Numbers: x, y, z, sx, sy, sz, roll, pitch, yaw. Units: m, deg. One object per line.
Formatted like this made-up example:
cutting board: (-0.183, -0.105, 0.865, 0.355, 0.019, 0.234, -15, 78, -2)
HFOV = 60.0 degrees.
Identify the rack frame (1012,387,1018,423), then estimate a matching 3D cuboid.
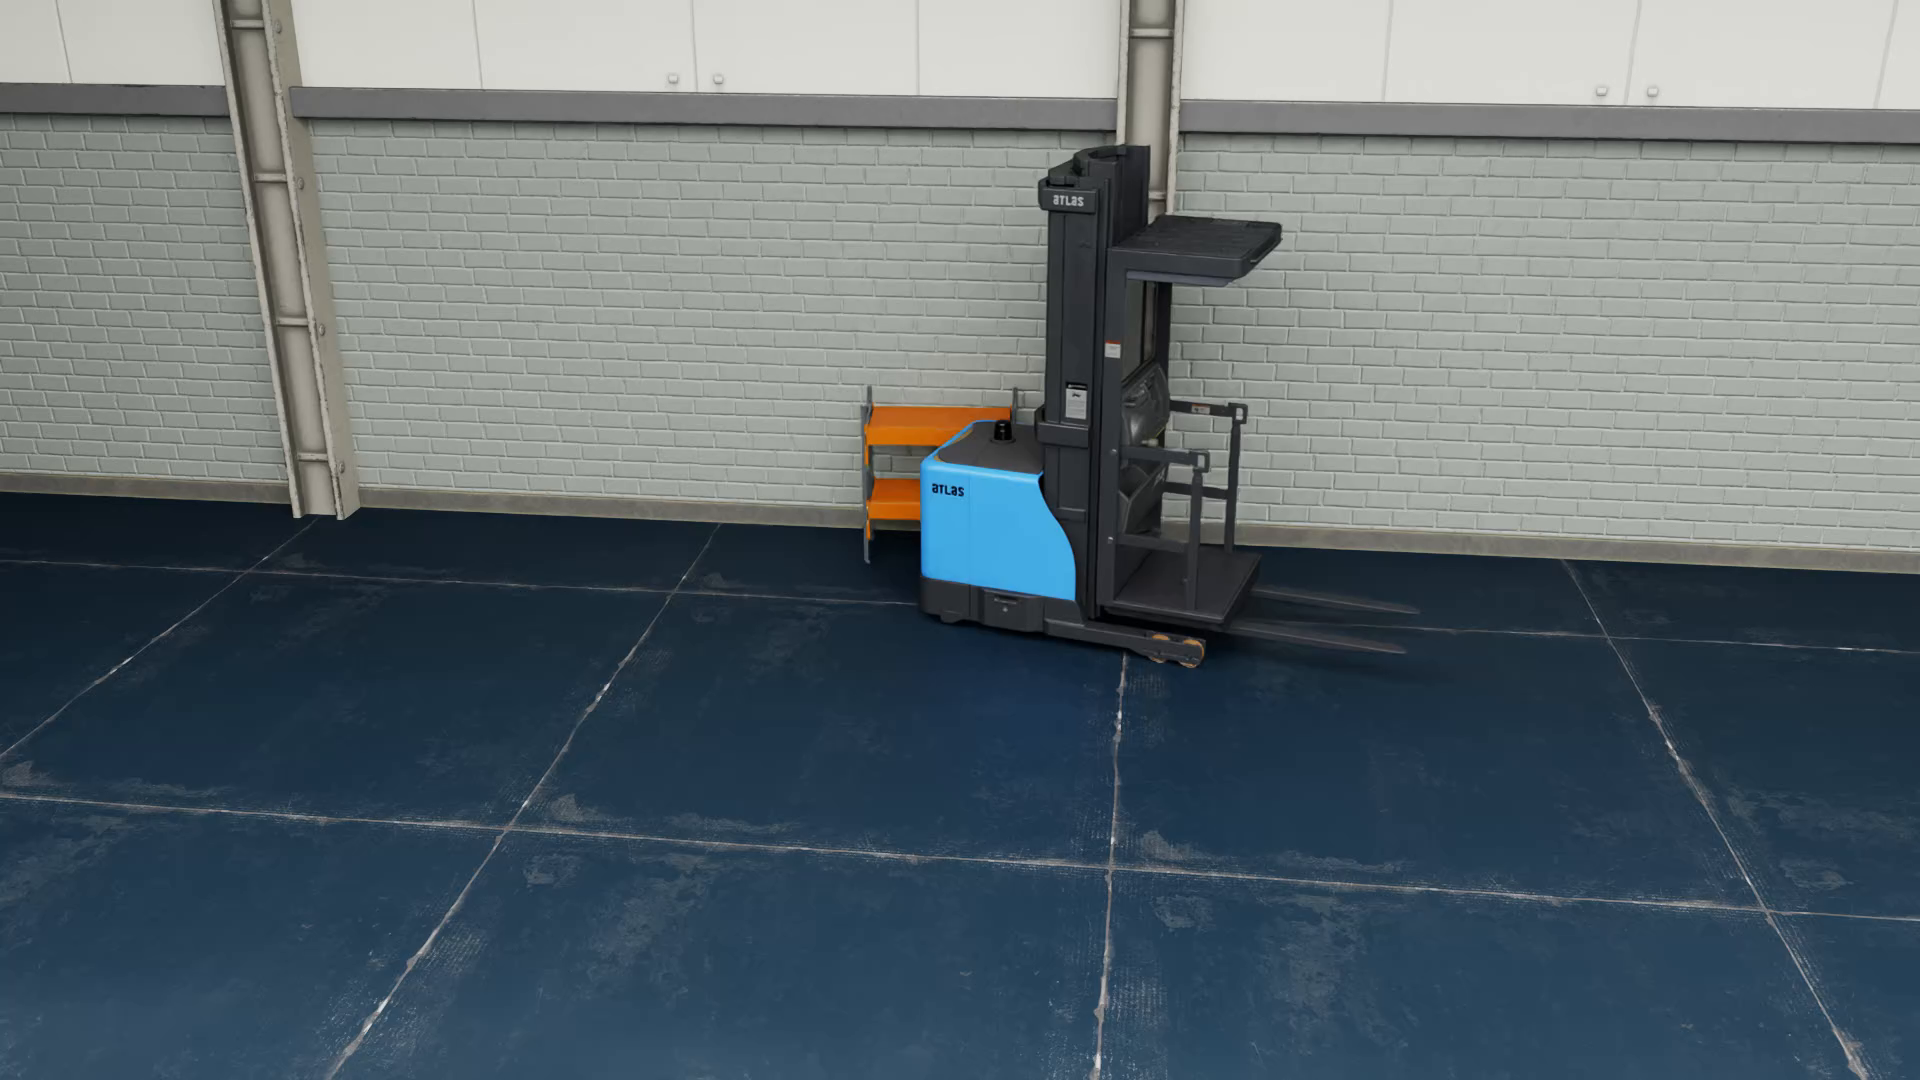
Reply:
rack frame: (0.376, -0.448, 11.543, 0.032, 1.125, 0.500, 1, 22, 2)

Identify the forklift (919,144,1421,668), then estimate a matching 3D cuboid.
forklift: (1.308, -0.817, 10.019, 3.031, 2.935, 1.130, 8, 23, 20)

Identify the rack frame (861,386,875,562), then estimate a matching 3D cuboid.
rack frame: (-0.640, -0.463, 11.581, 0.032, 1.125, 0.500, 1, 22, 2)

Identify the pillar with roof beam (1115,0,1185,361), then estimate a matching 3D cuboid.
pillar with roof beam: (0.707, -2.568, 6.196, 0.400, 9.000, 9.100, 2, 22, 6)

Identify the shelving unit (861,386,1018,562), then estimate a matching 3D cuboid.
shelving unit: (-0.132, -0.456, 11.562, 1.048, 1.125, 0.538, 1, 22, 2)

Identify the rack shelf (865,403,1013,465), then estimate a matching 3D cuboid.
rack shelf: (-0.132, -0.728, 11.454, 1.000, 0.278, 0.538, 1, 22, 2)

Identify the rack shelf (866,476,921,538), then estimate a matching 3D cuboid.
rack shelf: (-0.132, -0.228, 11.652, 1.000, 0.278, 0.538, 1, 22, 2)

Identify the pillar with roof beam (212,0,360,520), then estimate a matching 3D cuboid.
pillar with roof beam: (-5.251, -2.828, 6.852, 0.400, 9.000, 9.100, 2, 22, 6)
